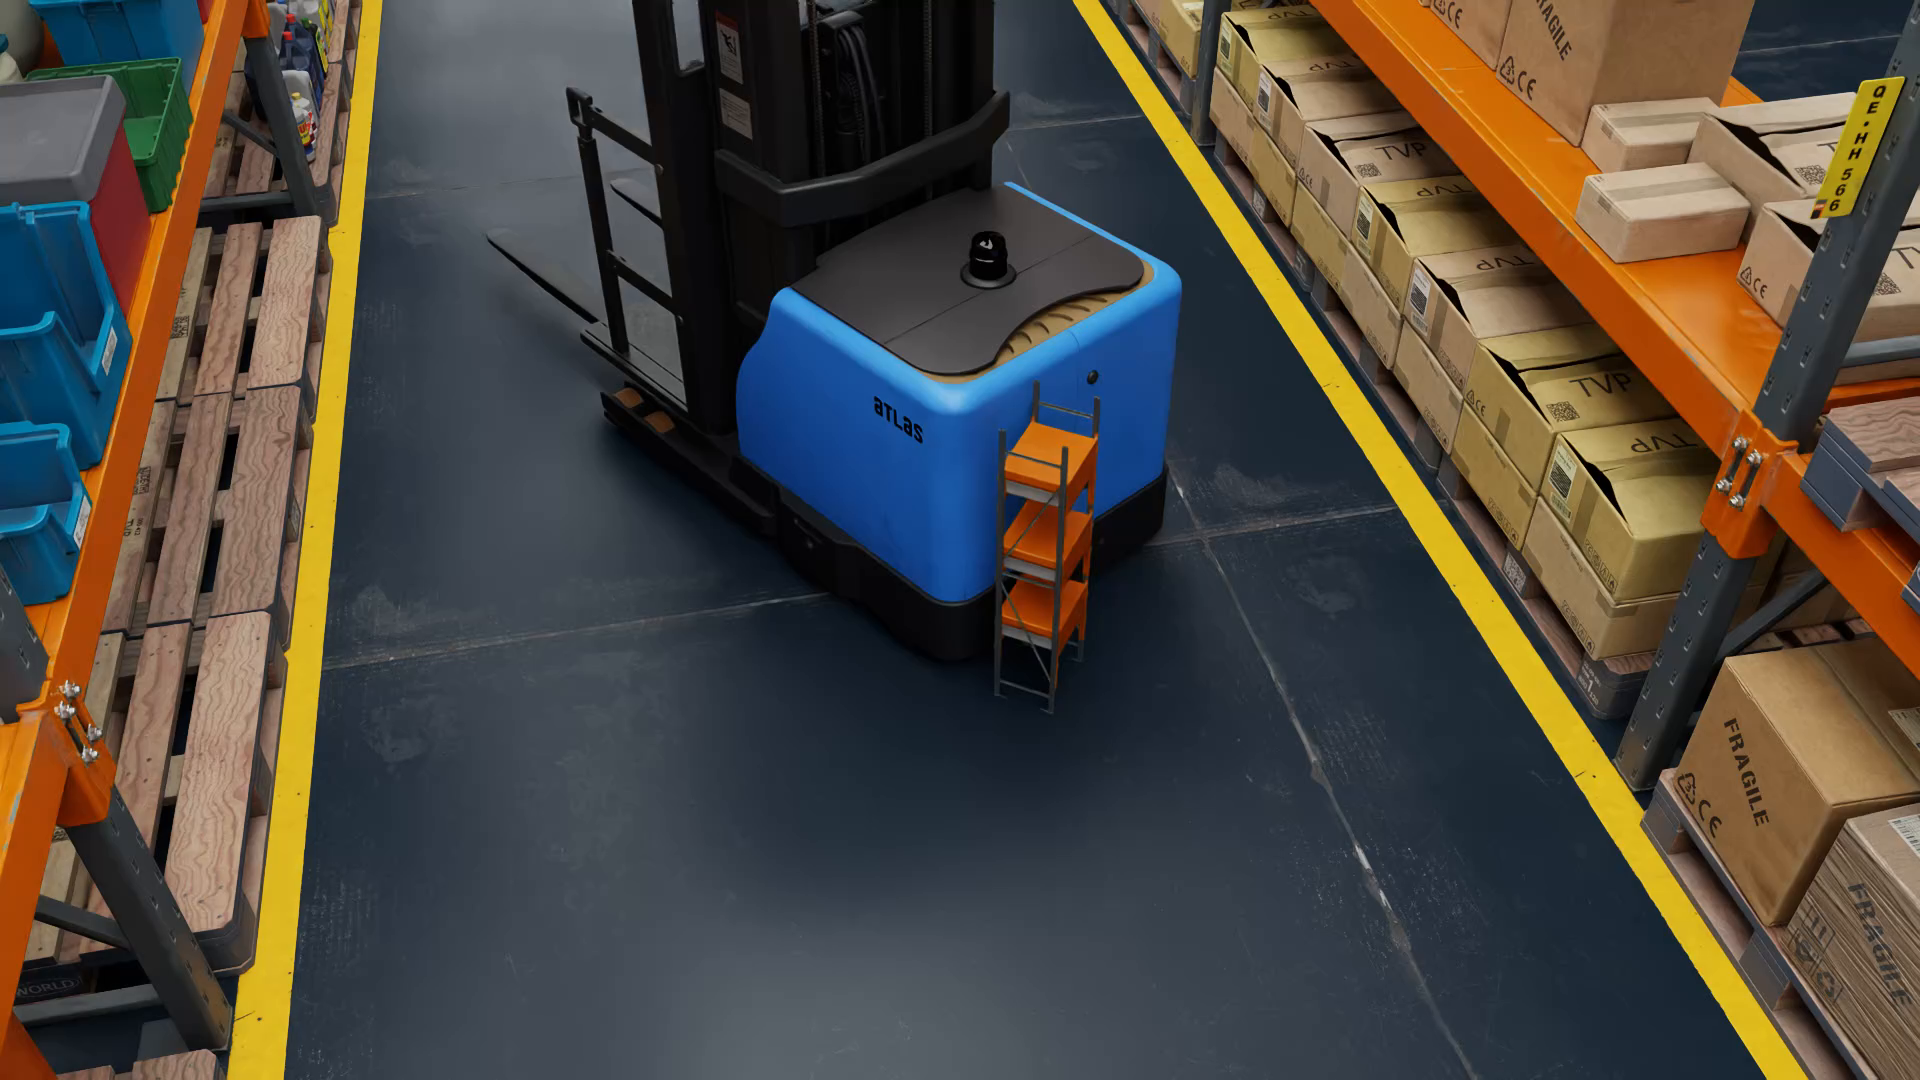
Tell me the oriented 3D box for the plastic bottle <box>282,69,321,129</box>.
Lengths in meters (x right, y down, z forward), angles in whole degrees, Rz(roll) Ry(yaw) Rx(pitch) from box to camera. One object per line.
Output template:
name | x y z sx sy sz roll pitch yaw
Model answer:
plastic bottle | -2.980 -1.990 7.452 0.152 0.276 0.135 -7 42 -8

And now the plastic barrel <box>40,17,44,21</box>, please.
plastic barrel | -3.455 -2.262 5.662 0.600 0.901 0.708 -8 42 -9

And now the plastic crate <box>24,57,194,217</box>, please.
plastic crate | -2.591 -1.201 5.003 0.450 0.188 0.662 -8 42 -9

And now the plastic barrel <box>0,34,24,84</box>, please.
plastic barrel | -3.107 -1.437 5.214 0.301 0.262 0.301 0 42 0

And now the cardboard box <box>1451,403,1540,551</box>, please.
cardboard box | 1.992 -0.252 5.529 0.500 0.250 0.500 -9 42 -10

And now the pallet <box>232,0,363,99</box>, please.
pallet | -3.613 -2.560 8.474 1.003 0.211 1.213 -8 42 -9

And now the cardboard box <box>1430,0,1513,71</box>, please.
cardboard box | 1.967 -1.947 5.609 0.500 0.500 0.500 -8 42 -9

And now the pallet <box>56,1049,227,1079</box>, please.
pallet | -2.168 1.772 3.595 1.003 0.211 1.213 -8 42 -9

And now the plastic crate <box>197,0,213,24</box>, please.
plastic crate | -2.839 -2.123 5.834 0.402 0.464 0.583 -8 42 -9

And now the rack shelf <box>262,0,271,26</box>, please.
rack shelf | -3.674 -3.396 7.858 1.077 0.370 4.000 -8 42 -9

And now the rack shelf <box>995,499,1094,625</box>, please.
rack shelf | 0.249 0.053 4.915 0.215 0.259 0.240 17 44 18

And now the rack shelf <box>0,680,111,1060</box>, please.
rack shelf | -1.947 1.790 2.016 1.077 0.370 4.000 -8 42 -9

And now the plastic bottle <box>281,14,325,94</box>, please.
plastic bottle | -3.052 -2.248 7.687 0.144 0.351 0.185 -10 43 -11

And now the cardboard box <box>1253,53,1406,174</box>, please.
cardboard box | 1.544 -1.786 6.835 0.500 0.311 0.500 -9 42 -10

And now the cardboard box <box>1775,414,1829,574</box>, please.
cardboard box | 2.632 -0.203 5.052 0.500 0.311 0.500 -7 42 -8

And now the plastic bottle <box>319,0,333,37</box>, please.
plastic bottle | -3.184 -2.644 8.133 0.144 0.351 0.185 -7 42 -8

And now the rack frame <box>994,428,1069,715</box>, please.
rack frame | 0.199 0.119 4.825 0.200 1.050 0.008 17 44 18

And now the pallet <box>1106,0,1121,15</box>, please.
pallet | 1.197 -3.347 9.362 1.003 0.211 1.213 -8 42 -9

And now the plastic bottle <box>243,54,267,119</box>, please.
plastic bottle | -3.152 -2.105 7.525 0.144 0.351 0.185 -8 42 -9

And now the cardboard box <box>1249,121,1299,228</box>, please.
cardboard box | 1.549 -1.576 7.021 0.500 0.250 0.500 -7 42 -8

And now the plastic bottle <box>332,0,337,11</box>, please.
plastic bottle | -3.254 -2.813 8.379 0.152 0.276 0.135 -8 42 -9

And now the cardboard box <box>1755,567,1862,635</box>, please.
cardboard box | 2.632 0.006 5.238 0.500 0.250 0.500 -8 42 -9

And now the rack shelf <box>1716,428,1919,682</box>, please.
rack shelf | 2.890 1.082 2.813 1.077 0.370 4.000 -8 42 -9

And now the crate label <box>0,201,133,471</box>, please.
crate label | -2.329 -0.472 3.995 0.502 0.435 0.616 -8 42 -9

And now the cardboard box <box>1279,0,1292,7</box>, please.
cardboard box | 1.791 -2.549 8.117 0.500 0.250 0.500 -8 42 -9

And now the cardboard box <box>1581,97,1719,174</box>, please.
cardboard box | 2.128 -1.208 5.040 0.380 0.149 0.250 -5 42 -6

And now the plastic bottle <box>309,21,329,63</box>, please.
plastic bottle | -3.090 -2.379 7.947 0.097 0.201 0.097 0 42 0

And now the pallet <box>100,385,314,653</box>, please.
pallet | -2.768 -0.030 5.625 1.003 0.211 1.213 -8 42 -9

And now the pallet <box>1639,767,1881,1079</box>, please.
pallet | 2.583 1.049 4.409 1.003 0.211 1.213 -8 42 -9

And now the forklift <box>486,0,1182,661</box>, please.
forklift | -0.676 -1.607 5.353 1.130 2.935 3.031 -32 50 -31

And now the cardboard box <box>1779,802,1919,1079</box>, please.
cardboard box | 2.396 0.962 3.959 0.500 0.500 0.500 -10 43 -11

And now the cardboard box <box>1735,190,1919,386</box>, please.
cardboard box | 2.423 -0.692 4.337 0.500 0.311 0.500 -6 42 -7

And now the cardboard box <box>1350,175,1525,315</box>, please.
cardboard box | 1.774 -1.115 6.079 0.500 0.311 0.500 -7 42 -8

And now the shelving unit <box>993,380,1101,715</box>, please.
shelving unit | 0.249 0.046 4.908 0.215 1.050 0.252 17 44 18

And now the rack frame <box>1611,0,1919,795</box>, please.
rack frame | 2.458 -0.483 4.035 1.000 3.000 0.127 -8 42 -9

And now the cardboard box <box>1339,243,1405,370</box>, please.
cardboard box | 1.773 -0.911 6.272 0.500 0.250 0.500 -8 42 -8

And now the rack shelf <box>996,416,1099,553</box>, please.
rack shelf | 0.249 -0.159 4.726 0.215 0.259 0.240 17 44 18

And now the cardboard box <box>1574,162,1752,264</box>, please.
cardboard box | 1.994 -0.933 4.730 0.380 0.149 0.250 -8 42 -9

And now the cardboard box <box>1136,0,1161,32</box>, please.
cardboard box | 1.183 -2.800 8.399 0.500 0.250 0.500 -8 42 -9

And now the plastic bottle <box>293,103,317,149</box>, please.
plastic bottle | -2.905 -1.822 7.320 0.097 0.201 0.097 0 42 0

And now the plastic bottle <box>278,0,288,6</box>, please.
plastic bottle | -3.293 -2.542 8.131 0.097 0.201 0.097 0 42 0

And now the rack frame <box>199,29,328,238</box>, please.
rack frame | -3.242 -2.369 6.159 1.000 3.000 0.127 -8 42 -9

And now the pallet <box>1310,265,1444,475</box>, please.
pallet | 2.059 -0.769 6.457 1.003 0.211 1.213 -8 42 -9

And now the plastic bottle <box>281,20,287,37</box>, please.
plastic bottle | -3.120 -2.308 7.814 0.097 0.271 0.097 0 42 0

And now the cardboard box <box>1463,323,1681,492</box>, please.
cardboard box | 1.986 -0.462 5.343 0.500 0.311 0.500 -9 42 -10
